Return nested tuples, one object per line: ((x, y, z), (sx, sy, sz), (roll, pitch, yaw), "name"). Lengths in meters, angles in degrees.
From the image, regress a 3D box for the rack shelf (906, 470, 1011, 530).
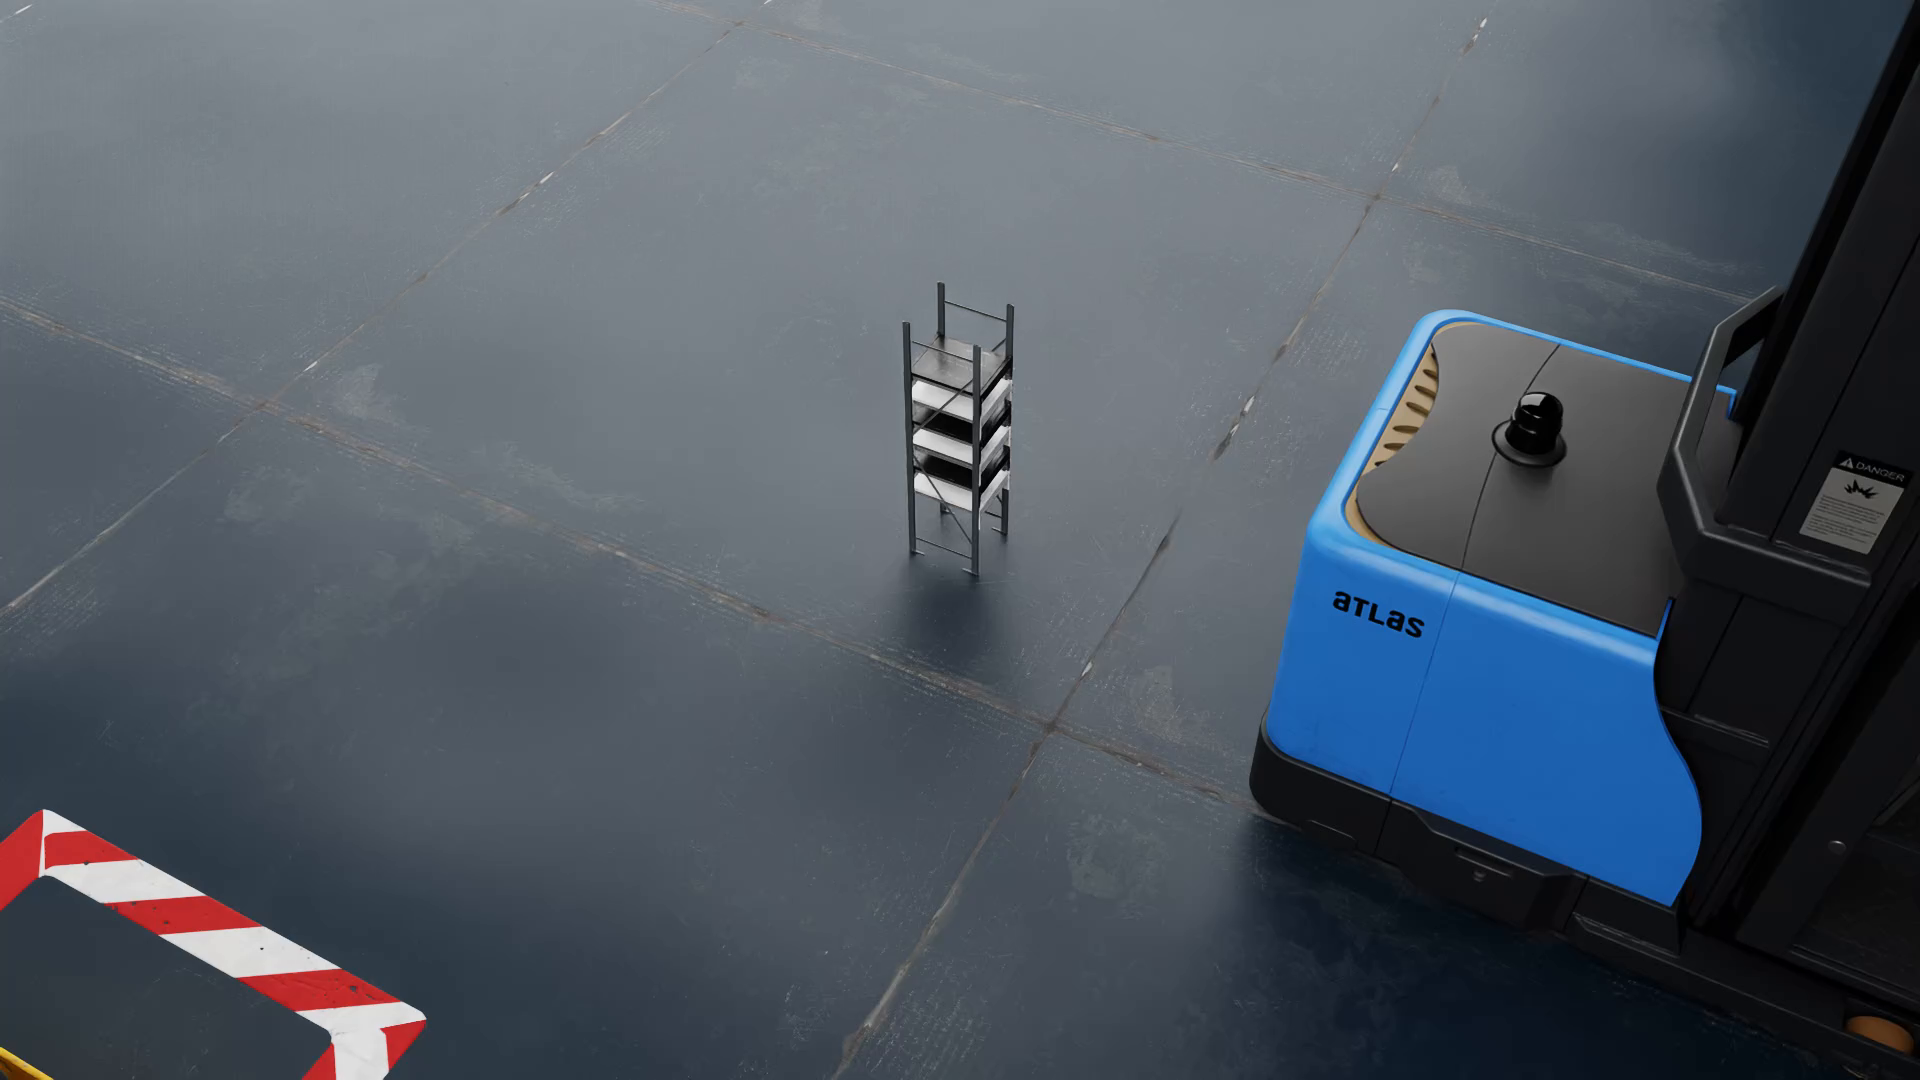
((-0.004, -0.161, 5.077), (0.258, 0.077, 0.200), (20, 49, 19), "rack shelf")

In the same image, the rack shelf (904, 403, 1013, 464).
((-0.004, -0.351, 4.885), (0.258, 0.077, 0.200), (20, 49, 19), "rack shelf")

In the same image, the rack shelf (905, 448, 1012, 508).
((-0.004, -0.225, 5.013), (0.258, 0.077, 0.200), (20, 49, 19), "rack shelf")

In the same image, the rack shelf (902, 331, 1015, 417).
((-0.004, -0.478, 4.757), (0.258, 0.077, 0.200), (20, 49, 19), "rack shelf")

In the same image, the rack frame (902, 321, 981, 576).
((-0.051, -0.247, 4.862), (0.240, 0.900, 0.006), (20, 49, 19), "rack frame")

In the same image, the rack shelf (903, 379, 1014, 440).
((-0.004, -0.414, 4.821), (0.258, 0.077, 0.200), (20, 49, 19), "rack shelf")

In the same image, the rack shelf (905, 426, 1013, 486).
((-0.004, -0.288, 4.949), (0.258, 0.077, 0.200), (20, 49, 19), "rack shelf")

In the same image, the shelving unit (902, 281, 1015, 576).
((-0.004, -0.311, 4.925), (0.258, 0.900, 0.210), (20, 49, 19), "shelving unit")

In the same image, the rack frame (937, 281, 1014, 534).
((0.043, -0.375, 4.988), (0.240, 0.900, 0.006), (20, 49, 19), "rack frame")

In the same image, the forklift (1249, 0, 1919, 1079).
((2.328, -0.110, 3.298), (3.031, 2.935, 1.130), (21, 49, 19), "forklift")
